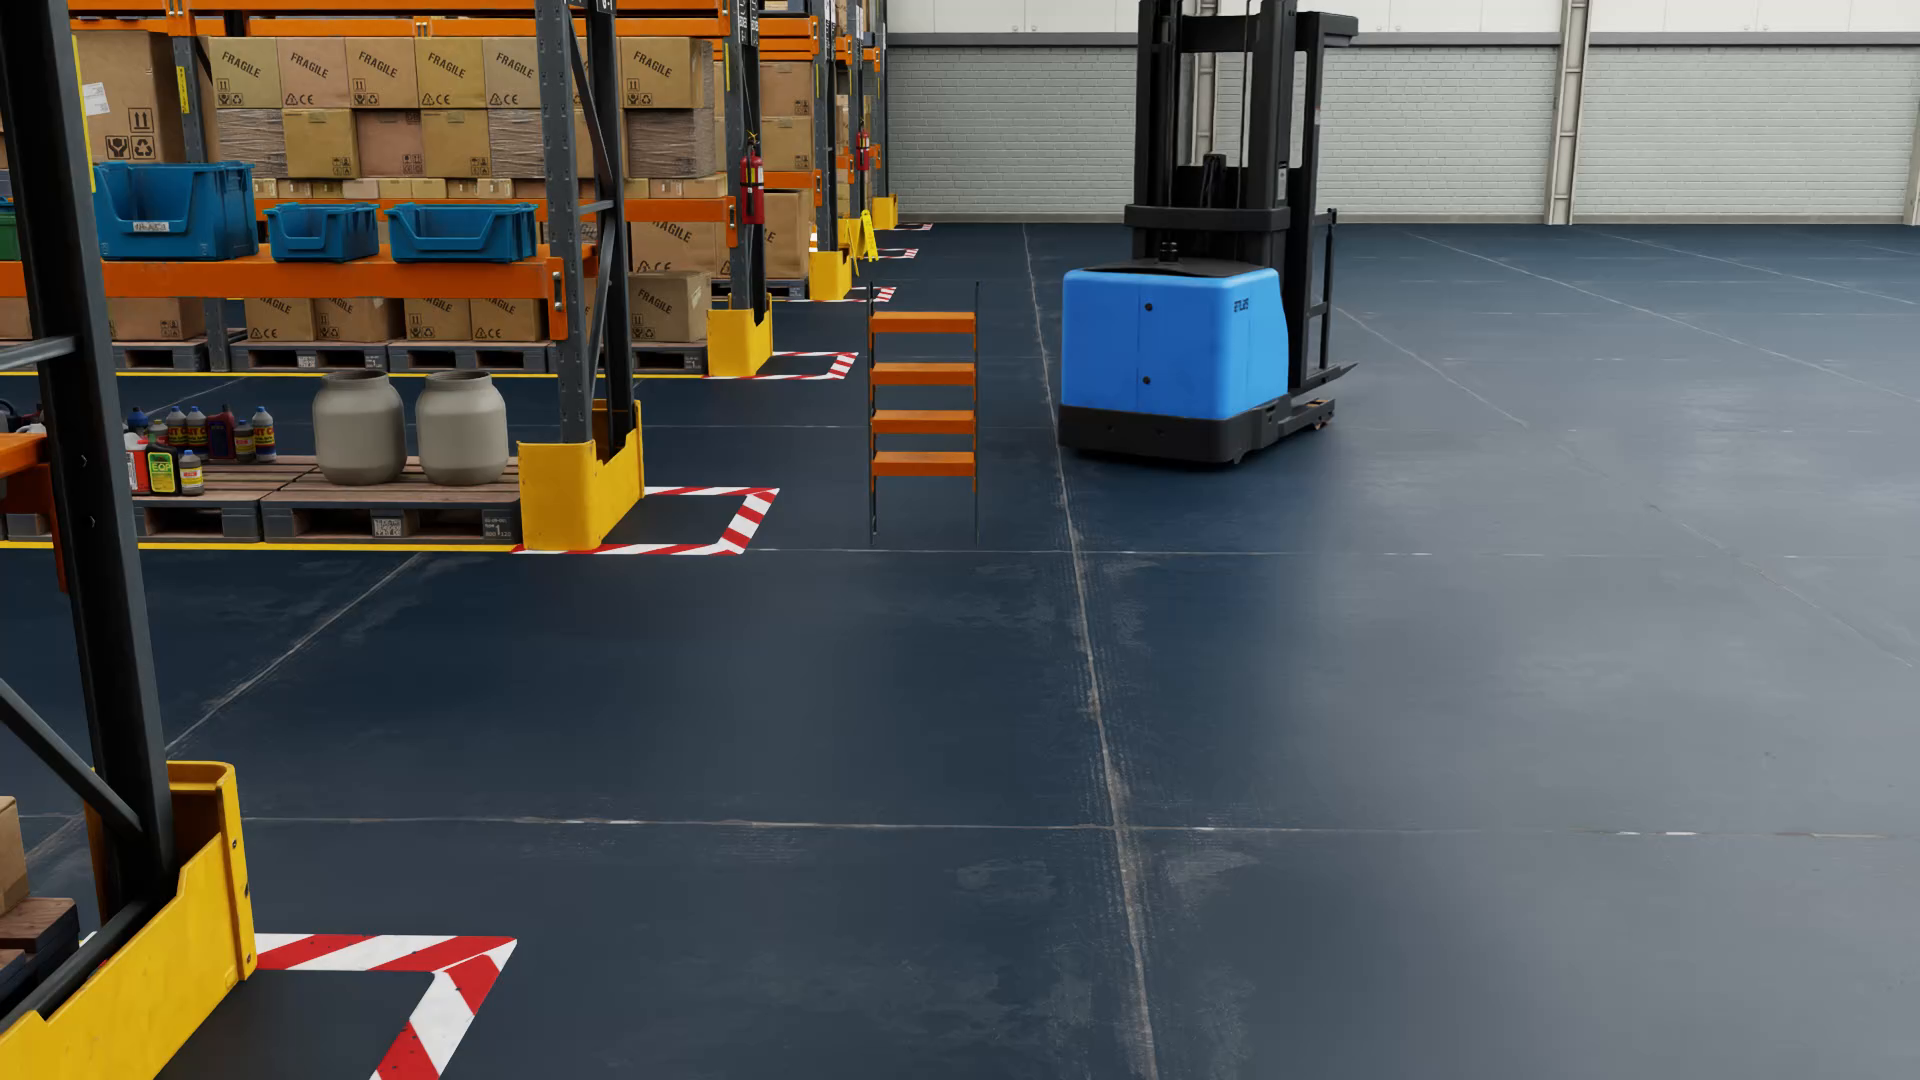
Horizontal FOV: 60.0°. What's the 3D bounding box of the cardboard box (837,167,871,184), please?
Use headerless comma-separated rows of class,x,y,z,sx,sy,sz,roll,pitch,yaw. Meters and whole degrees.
cardboard box,-1.726,-5.898,26.920,0.500,0.250,0.500,1,15,3

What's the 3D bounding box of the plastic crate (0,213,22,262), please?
plastic crate,-4.410,-1.404,7.696,0.662,0.188,0.450,0,15,1

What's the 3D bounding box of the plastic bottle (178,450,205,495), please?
plastic bottle,-3.608,-0.321,7.799,0.097,0.201,0.097,0,15,0

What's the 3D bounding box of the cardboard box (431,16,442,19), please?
cardboard box,-6.983,-6.933,21.830,0.500,0.250,0.500,1,15,2

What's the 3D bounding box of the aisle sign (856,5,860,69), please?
aisle sign,-1.327,-6.534,21.629,0.004,0.787,0.394,0,15,1

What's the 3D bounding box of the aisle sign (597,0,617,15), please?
aisle sign,-1.681,-2.892,7.826,0.004,0.787,0.394,0,15,1

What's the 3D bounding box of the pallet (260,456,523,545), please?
pallet,-2.650,-0.208,8.214,1.213,0.211,1.003,0,15,1

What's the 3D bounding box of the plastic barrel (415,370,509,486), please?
plastic barrel,-2.421,-0.546,8.082,0.421,0.512,0.421,0,15,0

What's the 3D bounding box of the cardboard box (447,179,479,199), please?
cardboard box,-3.675,-2.654,12.512,0.250,0.149,0.380,0,15,1

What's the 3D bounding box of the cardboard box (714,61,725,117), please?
cardboard box,-2.329,-4.675,17.270,0.550,0.550,0.875,0,15,1

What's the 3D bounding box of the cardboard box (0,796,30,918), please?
cardboard box,-2.421,0.769,3.614,0.500,0.250,0.500,0,15,1

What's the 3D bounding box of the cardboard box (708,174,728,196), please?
cardboard box,-1.913,-2.765,12.933,0.250,0.149,0.380,0,15,1

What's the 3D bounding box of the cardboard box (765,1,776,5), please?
cardboard box,-2.491,-7.016,21.602,0.250,0.149,0.380,0,15,2

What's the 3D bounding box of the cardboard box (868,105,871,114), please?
cardboard box,-1.591,-7.047,27.204,0.250,0.149,0.380,0,15,0

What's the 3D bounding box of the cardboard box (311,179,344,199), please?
cardboard box,-4.675,-2.652,12.503,0.250,0.149,0.380,0,15,1

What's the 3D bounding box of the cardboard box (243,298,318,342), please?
cardboard box,-5.234,-1.832,12.979,0.500,0.500,0.500,0,15,0

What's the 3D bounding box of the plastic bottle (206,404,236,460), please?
plastic bottle,-3.791,-0.558,8.536,0.133,0.283,0.061,1,15,2

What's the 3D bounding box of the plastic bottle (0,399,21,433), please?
plastic bottle,-4.916,-0.587,8.515,0.185,0.351,0.144,0,15,-1

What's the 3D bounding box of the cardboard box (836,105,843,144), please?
cardboard box,-1.848,-5.617,22.472,0.500,0.500,0.500,0,15,1

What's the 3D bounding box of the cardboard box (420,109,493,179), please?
cardboard box,-3.685,-3.020,12.627,0.500,0.500,0.875,0,15,1

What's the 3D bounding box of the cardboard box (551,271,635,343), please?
cardboard box,-2.856,-1.822,12.942,0.500,0.500,0.500,4,15,16

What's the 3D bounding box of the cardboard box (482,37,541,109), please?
cardboard box,-3.190,-3.446,12.282,0.500,0.500,0.500,0,15,1

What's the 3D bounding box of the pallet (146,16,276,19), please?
pallet,-7.641,-5.502,17.305,1.213,0.211,1.003,1,15,4

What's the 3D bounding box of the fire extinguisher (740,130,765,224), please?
fire extinguisher,-1.532,-2.668,12.225,0.183,0.674,0.296,0,15,1

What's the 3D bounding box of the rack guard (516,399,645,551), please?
rack guard,-1.838,-0.341,8.152,0.348,0.500,1.175,0,15,1

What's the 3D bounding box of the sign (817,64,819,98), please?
sign,-1.434,-4.624,16.754,0.005,0.325,0.100,0,15,1

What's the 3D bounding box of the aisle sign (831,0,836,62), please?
aisle sign,-1.328,-5.421,17.412,0.004,0.787,0.394,0,15,1

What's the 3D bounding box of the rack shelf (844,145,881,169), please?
rack shelf,-3.257,-6.282,27.182,4.000,0.370,1.077,0,15,1

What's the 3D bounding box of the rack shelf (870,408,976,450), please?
rack shelf,-0.165,-0.516,7.708,0.480,0.148,0.258,0,15,1

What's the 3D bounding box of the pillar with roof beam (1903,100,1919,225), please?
pillar with roof beam,15.953,-8.537,22.558,0.400,9.000,9.100,0,15,1

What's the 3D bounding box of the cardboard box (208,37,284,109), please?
cardboard box,-5.190,-3.458,12.327,0.500,0.500,0.500,0,15,1

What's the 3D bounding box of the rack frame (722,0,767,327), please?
rack frame,-1.634,-2.824,12.664,0.127,3.000,1.000,0,15,1

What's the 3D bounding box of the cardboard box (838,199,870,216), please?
cardboard box,-1.736,-5.413,27.044,0.500,0.250,0.500,0,15,2

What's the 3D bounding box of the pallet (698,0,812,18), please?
pallet,-2.148,-5.498,17.092,1.213,0.211,1.003,0,15,1

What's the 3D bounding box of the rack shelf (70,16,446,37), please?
rack shelf,-7.405,-5.230,17.313,4.000,0.370,1.077,0,15,1

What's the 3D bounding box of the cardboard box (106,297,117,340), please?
cardboard box,-6.722,-1.872,13.091,0.500,0.500,0.700,0,15,1

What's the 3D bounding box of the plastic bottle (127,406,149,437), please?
plastic bottle,-4.210,-0.550,8.530,0.097,0.271,0.097,0,15,0

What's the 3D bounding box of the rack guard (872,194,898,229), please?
rack guard,-1.234,-5.408,27.359,0.348,0.500,1.175,0,15,1

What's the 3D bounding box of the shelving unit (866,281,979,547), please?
shelving unit,-0.165,-0.581,7.691,0.503,1.200,0.258,0,15,1

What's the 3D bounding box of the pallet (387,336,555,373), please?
pallet,-3.738,-1.499,13.108,1.213,0.211,1.003,0,15,1

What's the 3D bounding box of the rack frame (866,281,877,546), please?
rack frame,-0.409,-0.583,7.697,0.015,1.200,0.240,0,15,1

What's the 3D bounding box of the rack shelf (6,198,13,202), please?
rack shelf,-7.632,-2.515,12.904,4.000,0.370,1.077,0,15,1

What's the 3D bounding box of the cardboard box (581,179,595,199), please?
cardboard box,-2.675,-2.648,12.488,0.250,0.149,0.380,0,15,1

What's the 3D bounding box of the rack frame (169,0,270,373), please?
rack frame,-5.633,-2.850,12.763,0.127,3.000,1.000,0,15,1

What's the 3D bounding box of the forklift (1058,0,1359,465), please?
forklift,1.747,-2.163,10.293,1.130,2.935,3.031,8,17,29

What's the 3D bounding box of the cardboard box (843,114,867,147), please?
cardboard box,-1.757,-6.602,26.786,0.500,0.500,0.500,0,15,0

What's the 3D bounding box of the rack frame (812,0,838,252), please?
rack frame,-1.407,-4.088,17.456,0.127,3.000,1.000,0,15,1

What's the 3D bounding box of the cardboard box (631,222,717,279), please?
cardboard box,-2.966,-3.257,17.646,0.875,0.875,0.875,0,15,1
